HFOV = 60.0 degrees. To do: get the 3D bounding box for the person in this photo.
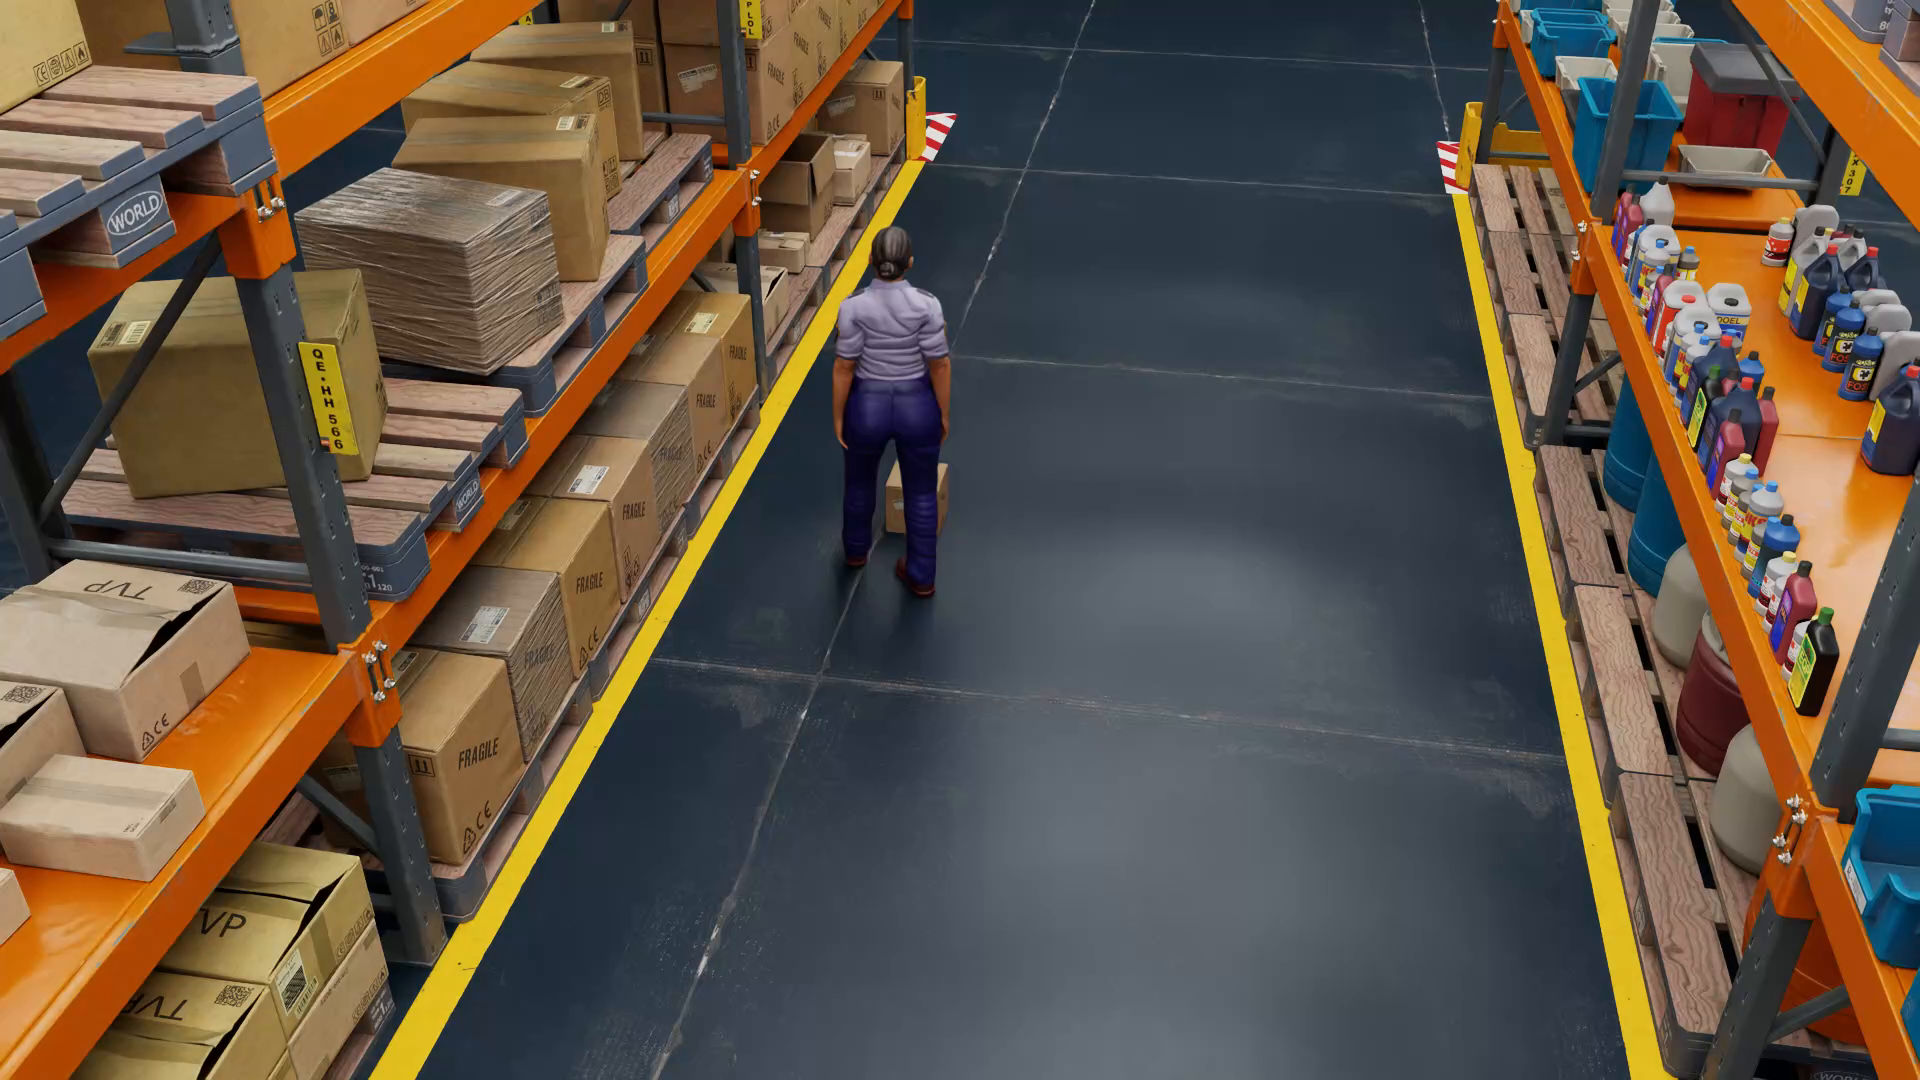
[{"bbox_3d":[-0.290,-0.572,7.047,0.494,1.629,0.546,-2,33,-3],"label":"person"}]
